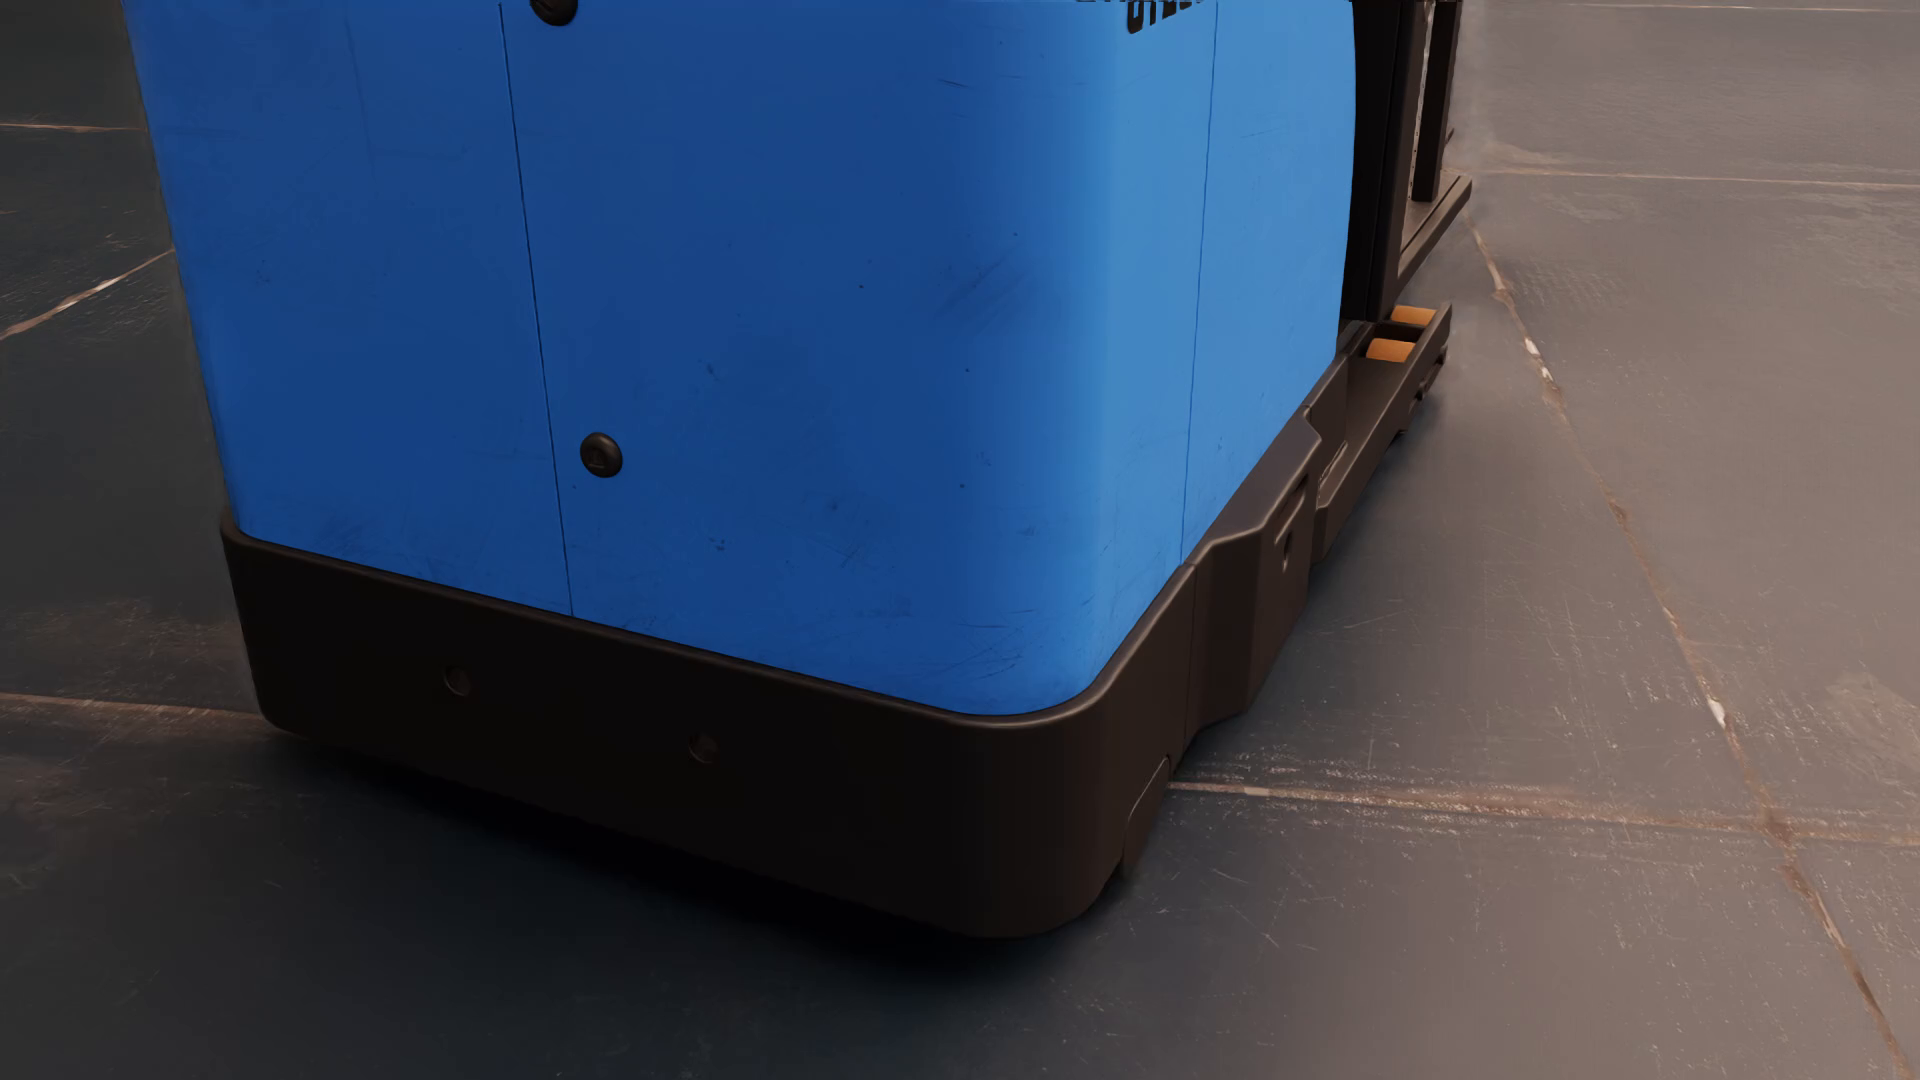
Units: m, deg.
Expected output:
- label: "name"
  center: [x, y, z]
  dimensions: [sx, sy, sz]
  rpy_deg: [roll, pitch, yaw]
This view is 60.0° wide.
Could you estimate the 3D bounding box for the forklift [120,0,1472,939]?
- label: "forklift"
  center: [0.245, -1.564, 2.352]
  dimensions: [1.130, 2.935, 3.031]
  rpy_deg: [12, 29, 22]
